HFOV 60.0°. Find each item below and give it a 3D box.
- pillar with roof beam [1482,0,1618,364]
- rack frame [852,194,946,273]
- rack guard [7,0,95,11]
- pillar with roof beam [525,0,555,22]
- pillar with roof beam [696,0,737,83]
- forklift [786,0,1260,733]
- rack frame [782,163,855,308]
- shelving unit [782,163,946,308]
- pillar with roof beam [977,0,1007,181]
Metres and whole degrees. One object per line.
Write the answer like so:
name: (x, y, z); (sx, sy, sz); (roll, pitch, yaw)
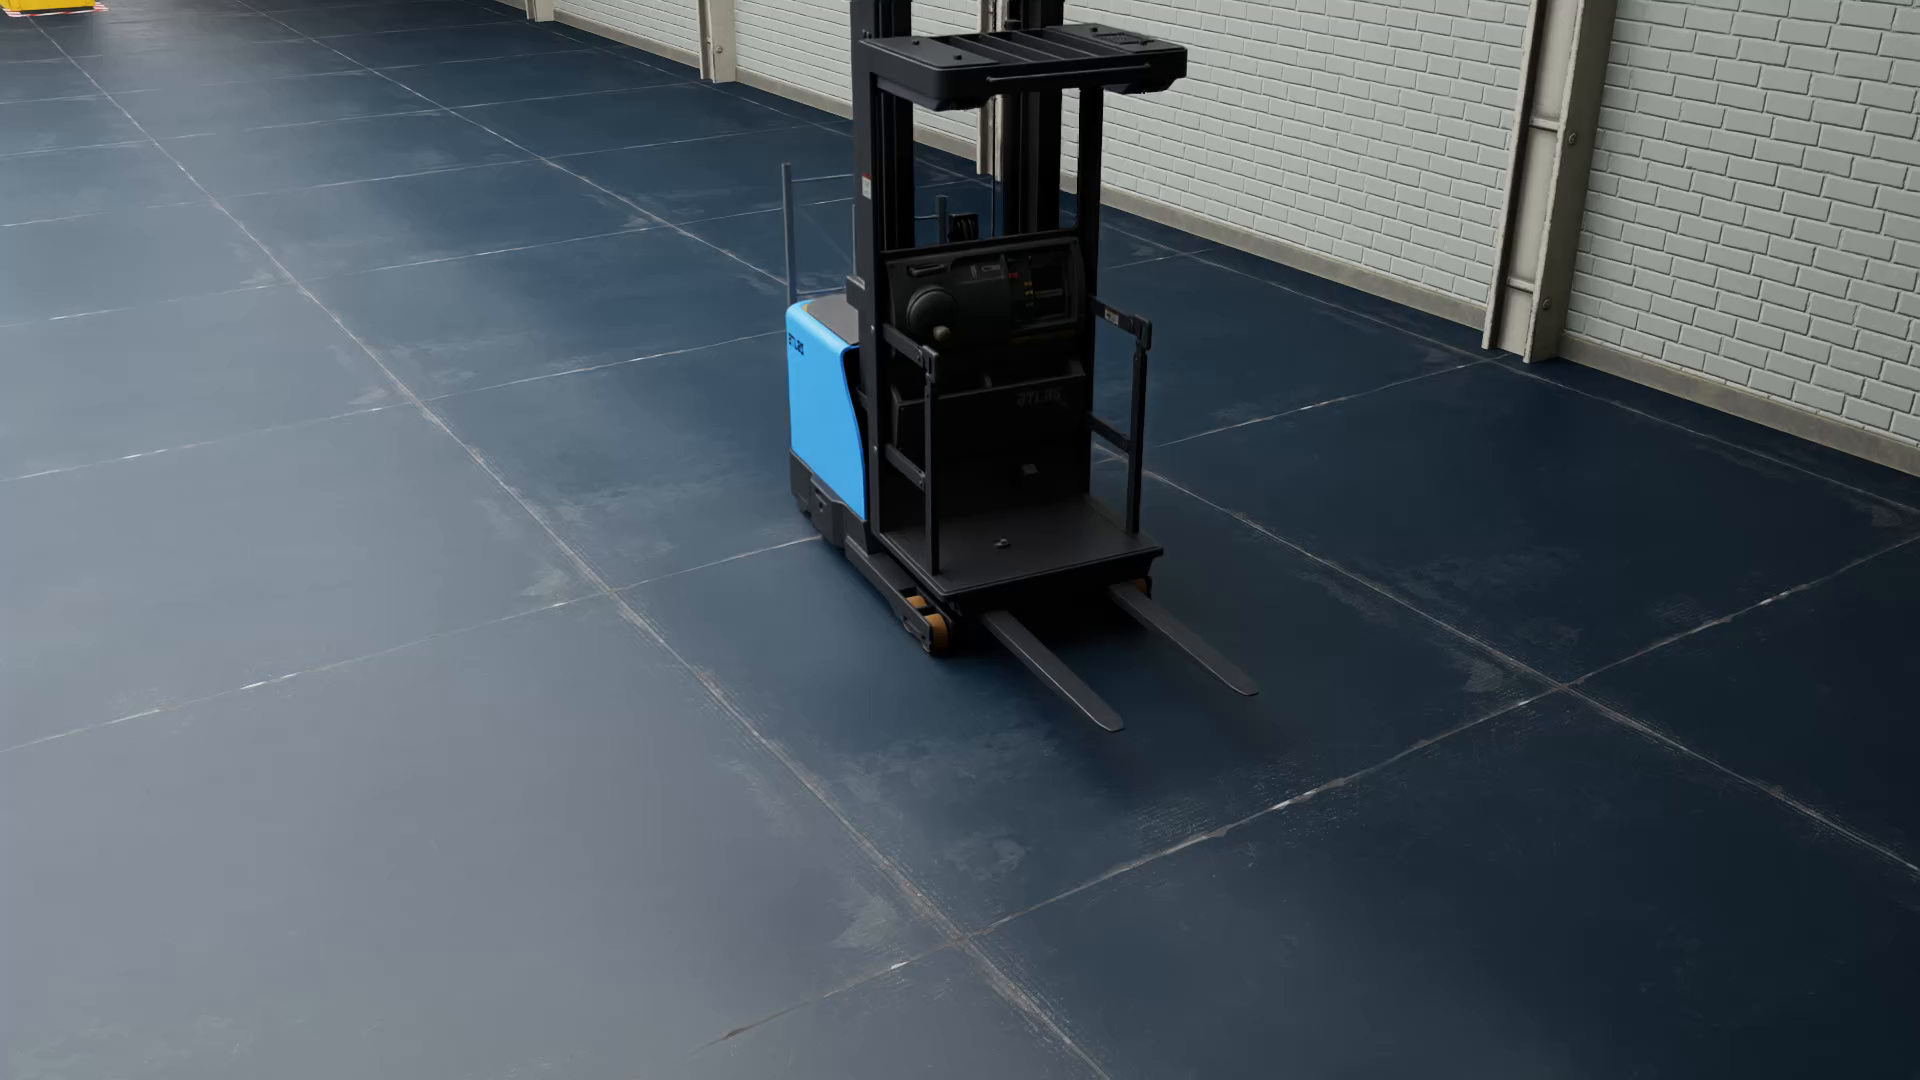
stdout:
pillar with roof beam: (0.056, -4.301, 6.819); (9.100, 9.000, 0.400); (-16, 29, -30)
rack frame: (-0.305, -1.030, 8.674); (0.500, 1.500, 0.032); (-12, 28, -23)
rack guard: (-14.012, -8.455, 25.575); (1.175, 0.500, 0.348); (-16, 29, -30)
pillar with roof beam: (-9.770, -10.739, 20.457); (9.100, 9.000, 0.400); (-16, 29, -30)
pillar with roof beam: (-6.494, -8.593, 15.911); (9.100, 9.000, 0.400); (-16, 29, -30)
forklift: (0.214, -1.052, 7.044); (1.130, 2.935, 3.031); (-12, 28, -23)
rack frame: (-0.744, -1.421, 9.504); (0.500, 1.500, 0.032); (-12, 28, -23)
shelving unit: (-0.525, -1.225, 9.089); (0.538, 1.500, 1.048); (-12, 28, -23)
pillar with roof beam: (-3.219, -6.447, 11.365); (9.100, 9.000, 0.400); (-16, 29, -30)
